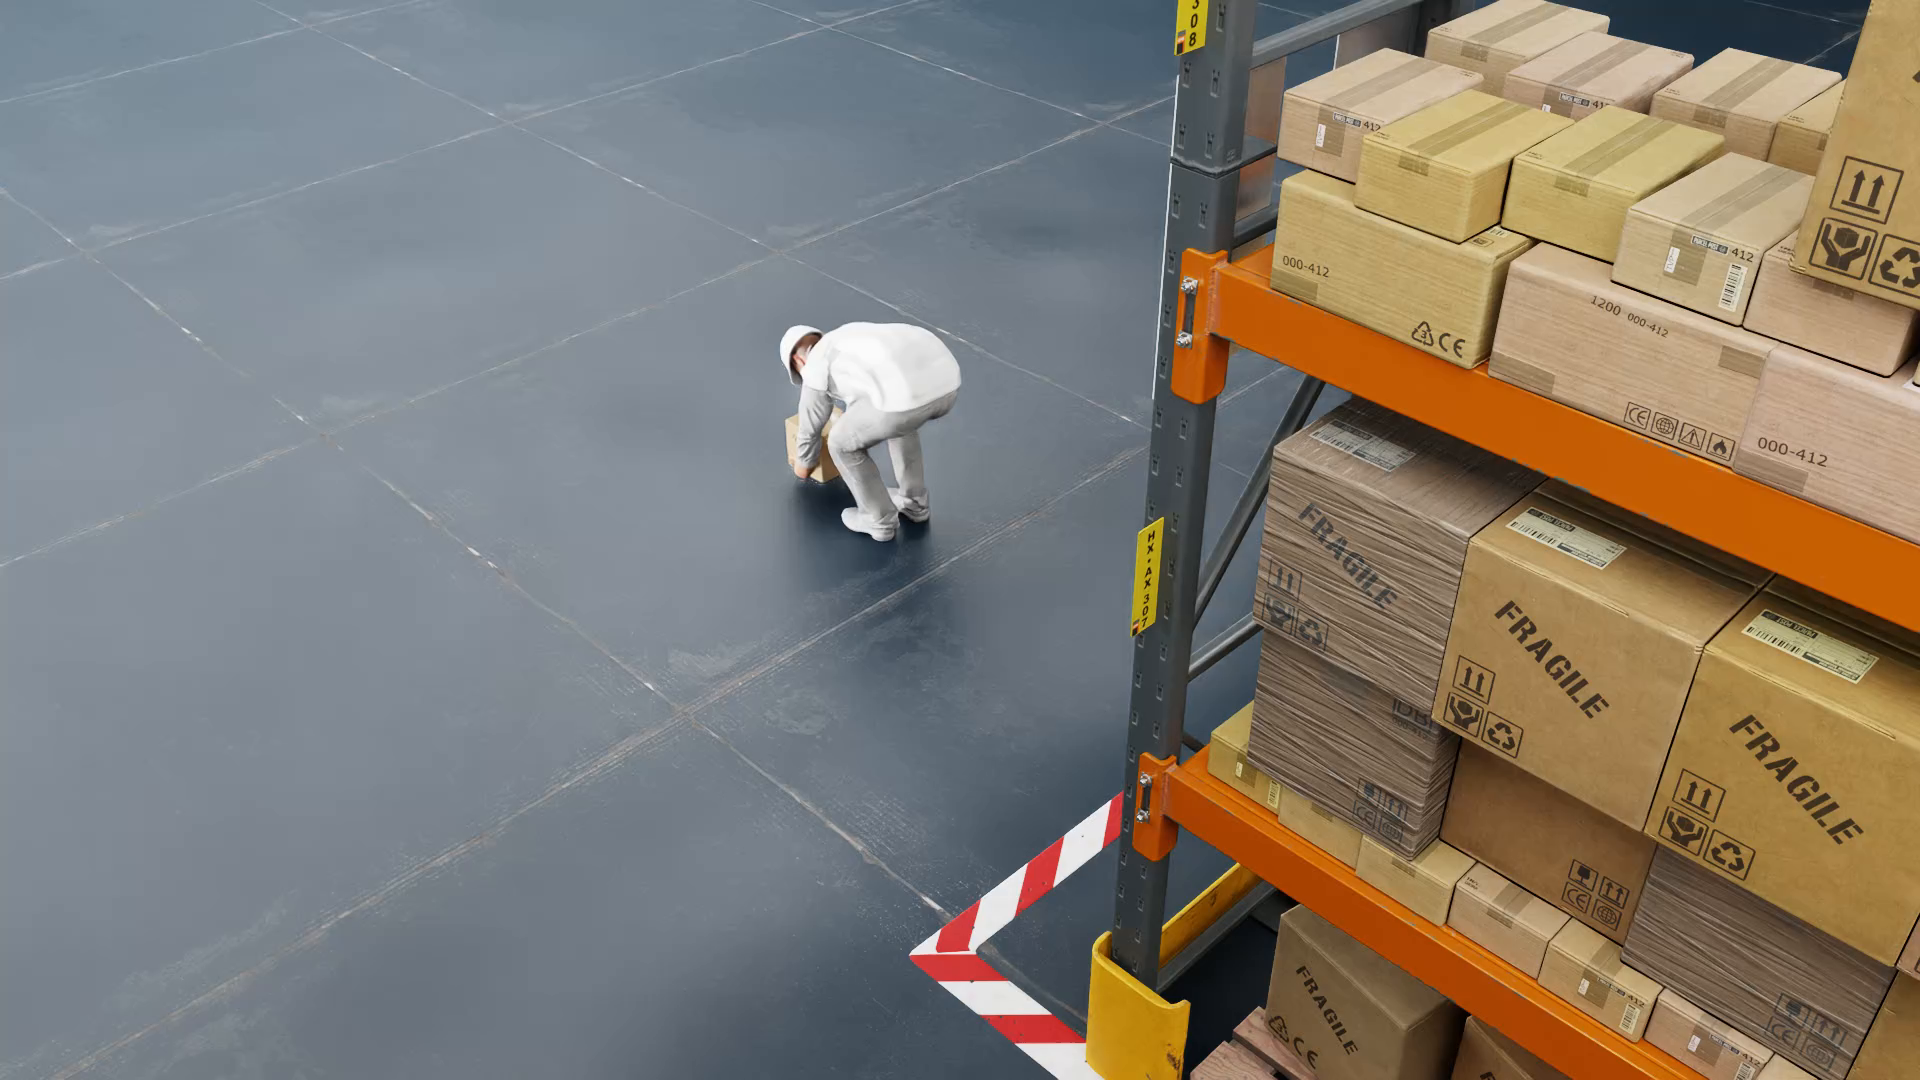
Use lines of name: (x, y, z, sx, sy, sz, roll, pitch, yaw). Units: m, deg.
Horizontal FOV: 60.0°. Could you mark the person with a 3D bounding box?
person: (-0.450, -0.565, 7.580, 0.999, 1.013, 0.482, 27, 44, 33)
